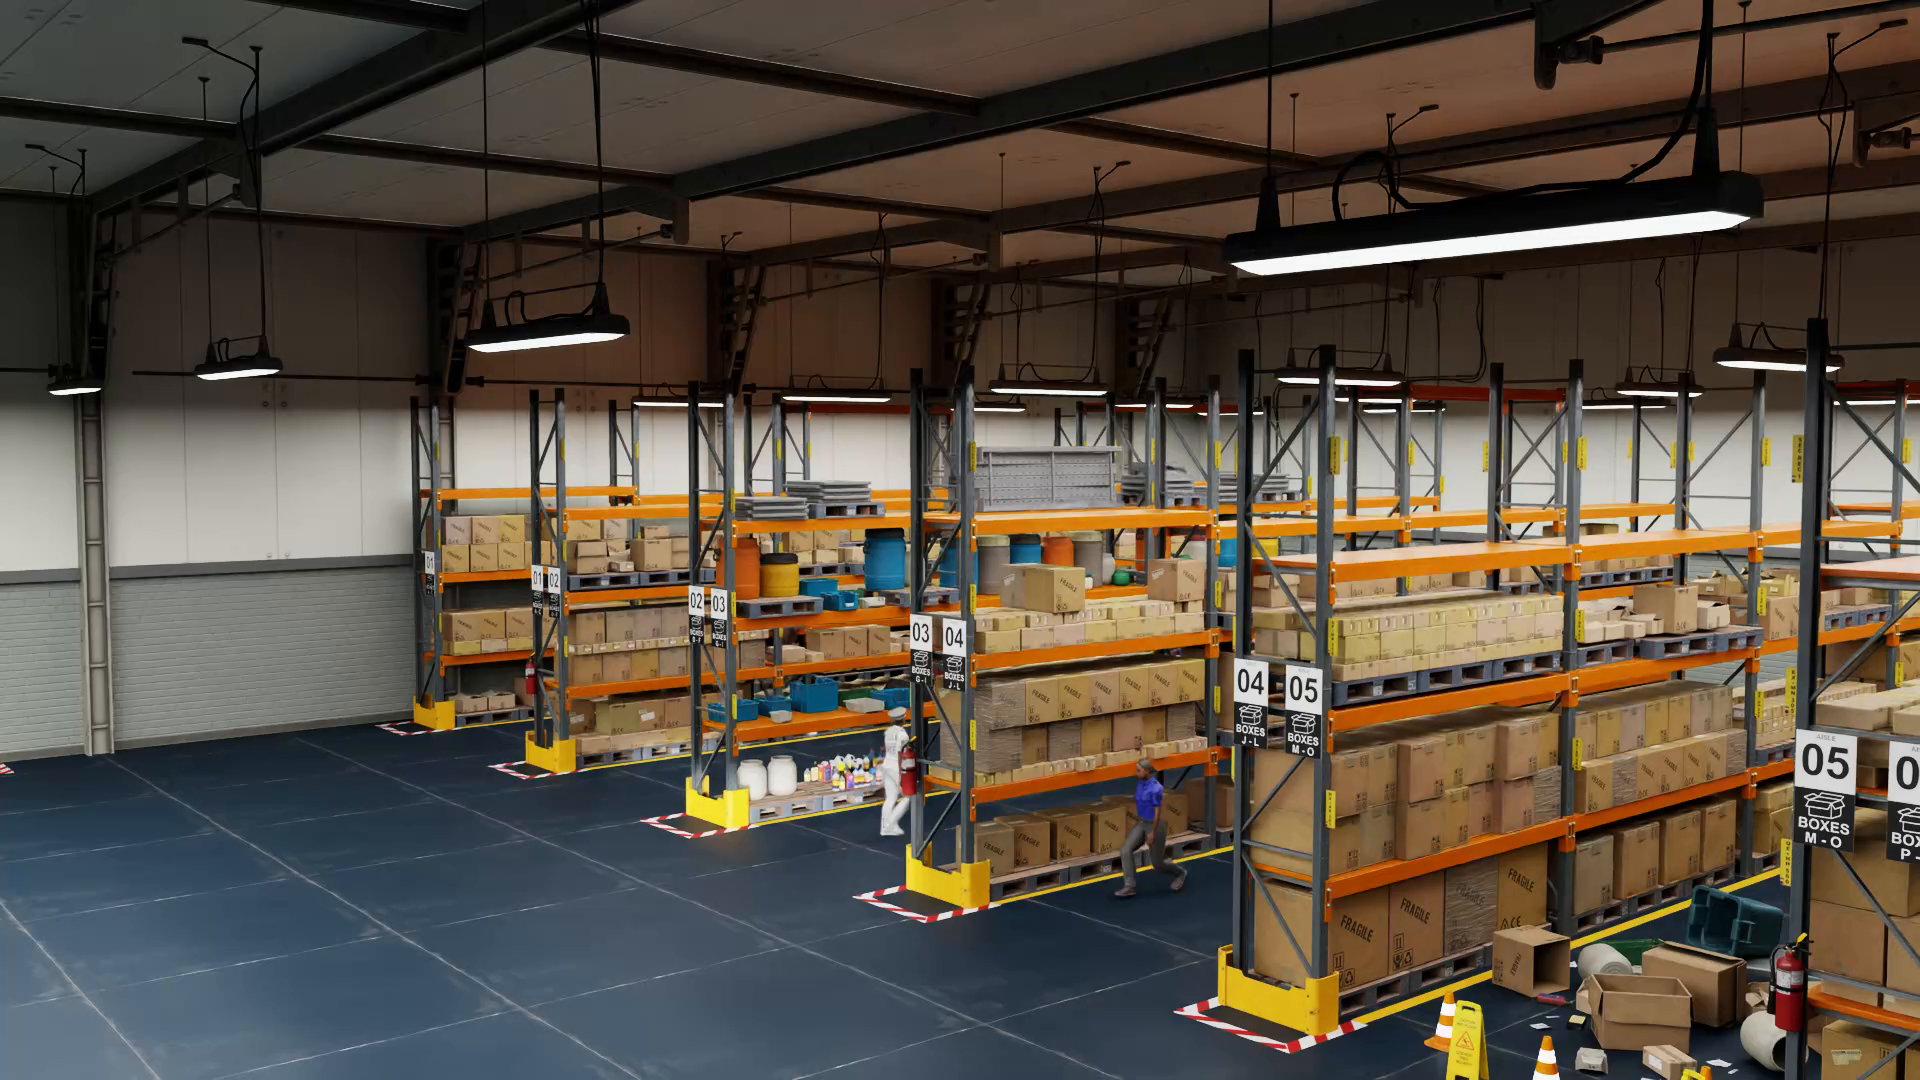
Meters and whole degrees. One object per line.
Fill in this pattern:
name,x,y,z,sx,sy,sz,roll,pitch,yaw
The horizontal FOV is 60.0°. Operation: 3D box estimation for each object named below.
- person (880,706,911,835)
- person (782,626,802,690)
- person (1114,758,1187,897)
person,-0.833,3.032,21.788,0.445,1.675,0.492,-2,4,-29
person,-3.461,2.284,33.595,0.556,1.763,0.591,-1,4,-23
person,2.155,3.270,19.007,0.964,1.517,0.434,-2,4,-33
